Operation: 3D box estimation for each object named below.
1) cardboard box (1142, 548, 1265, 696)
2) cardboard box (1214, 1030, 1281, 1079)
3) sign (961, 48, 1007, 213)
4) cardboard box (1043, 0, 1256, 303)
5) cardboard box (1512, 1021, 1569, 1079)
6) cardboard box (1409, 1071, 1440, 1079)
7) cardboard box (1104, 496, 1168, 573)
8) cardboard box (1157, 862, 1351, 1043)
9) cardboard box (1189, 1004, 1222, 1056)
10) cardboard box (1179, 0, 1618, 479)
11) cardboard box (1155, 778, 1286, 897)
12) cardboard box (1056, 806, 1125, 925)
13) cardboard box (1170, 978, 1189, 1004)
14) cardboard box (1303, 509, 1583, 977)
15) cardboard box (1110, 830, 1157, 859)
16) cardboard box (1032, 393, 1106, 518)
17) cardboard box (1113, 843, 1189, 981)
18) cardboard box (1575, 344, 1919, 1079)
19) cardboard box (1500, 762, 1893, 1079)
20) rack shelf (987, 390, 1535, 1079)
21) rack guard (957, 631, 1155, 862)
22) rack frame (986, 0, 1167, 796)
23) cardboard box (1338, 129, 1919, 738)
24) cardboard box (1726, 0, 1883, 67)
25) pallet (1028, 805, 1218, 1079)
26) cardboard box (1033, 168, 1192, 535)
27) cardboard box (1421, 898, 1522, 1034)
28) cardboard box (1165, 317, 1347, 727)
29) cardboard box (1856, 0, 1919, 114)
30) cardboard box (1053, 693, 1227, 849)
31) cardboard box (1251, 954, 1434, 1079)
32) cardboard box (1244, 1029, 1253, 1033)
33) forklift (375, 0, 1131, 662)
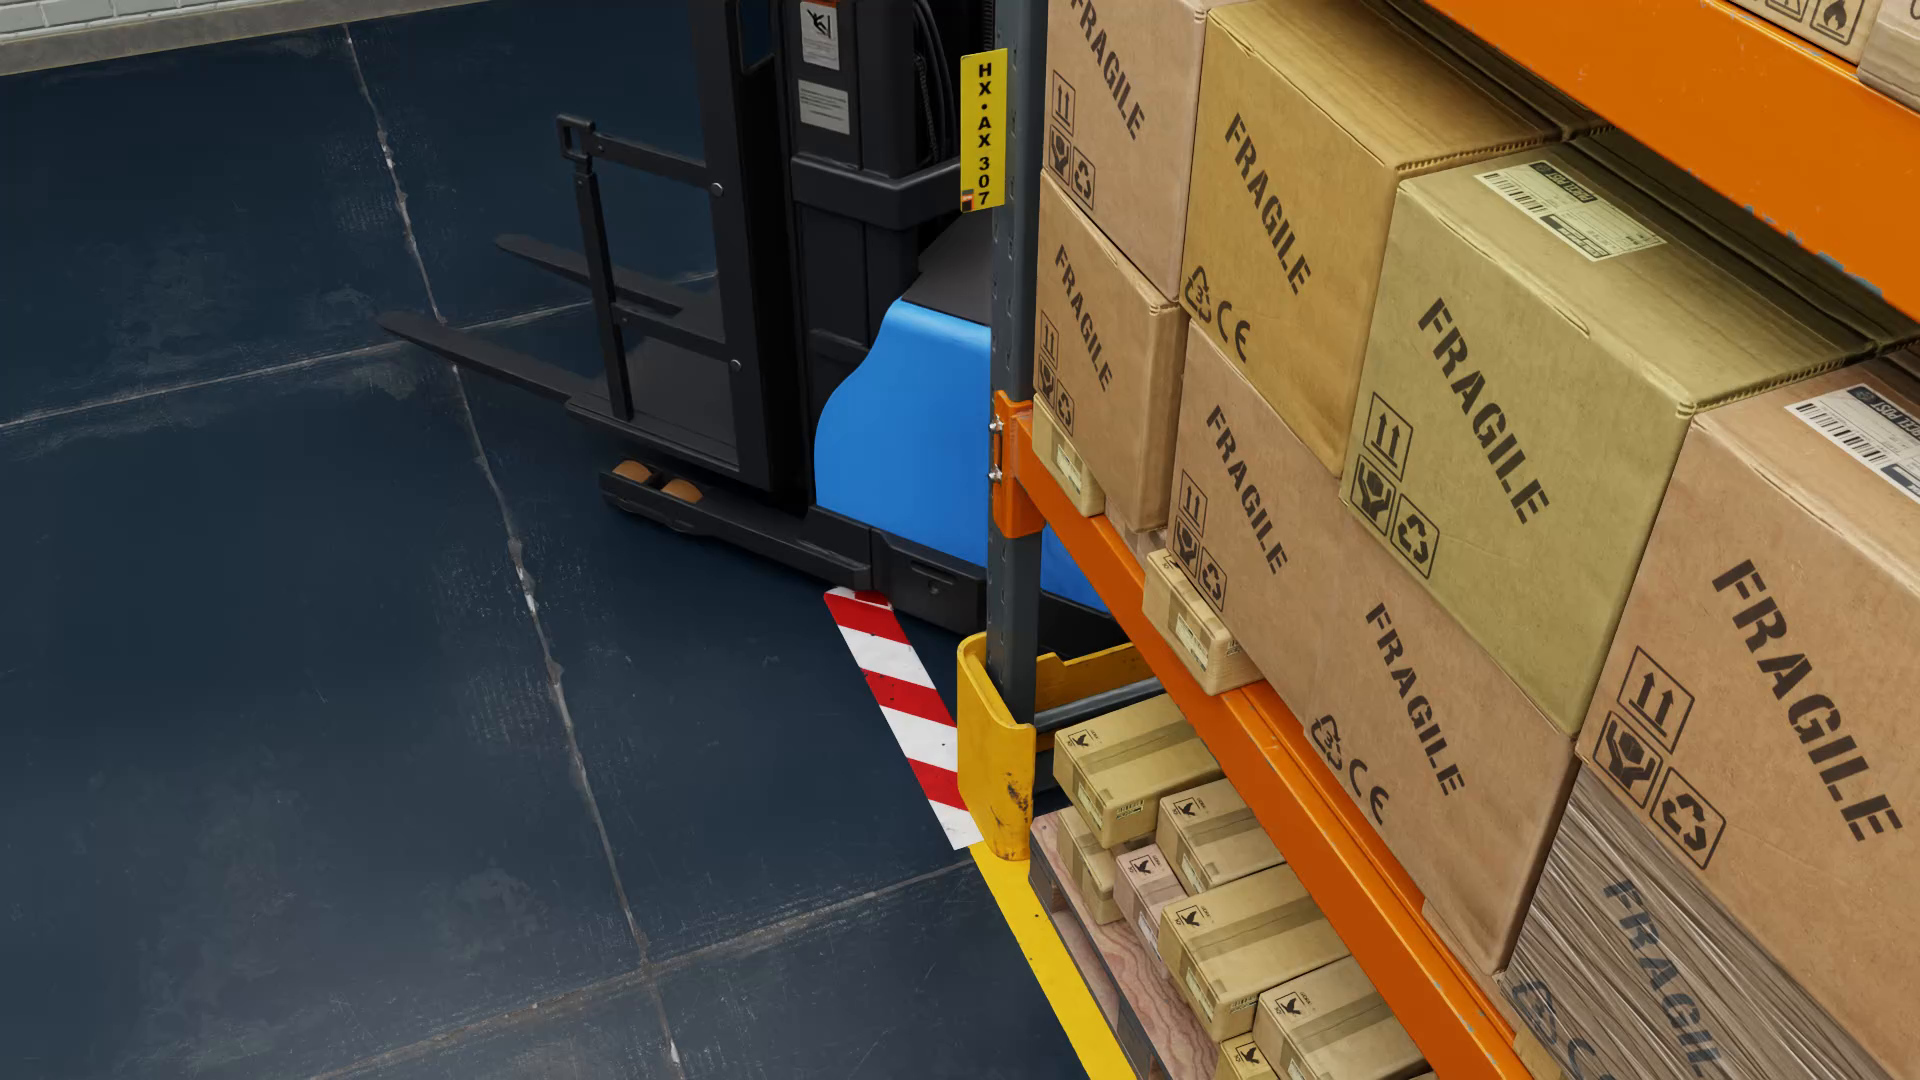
[{"bbox_3d":[0.560,0.100,3.025,0.380,0.149,0.250,-16,43,-18],"label":"cardboard box"},{"bbox_3d":[0.739,1.085,3.325,0.380,0.149,0.250,-14,43,-16],"label":"cardboard box"},{"bbox_3d":[0.048,-0.783,3.196,0.100,0.325,0.005,-15,43,-17],"label":"sign"},{"bbox_3d":[0.476,-0.783,2.789,0.500,0.500,0.500,-15,43,-17],"label":"cardboard box"},{"bbox_3d":[1.015,0.709,2.318,0.380,0.149,0.250,-14,43,-15],"label":"cardboard box"},{"bbox_3d":[0.899,1.124,3.050,0.380,0.149,0.250,-14,43,-15],"label":"cardboard box"},{"bbox_3d":[0.506,-0.075,3.229,0.380,0.149,0.250,-14,43,-15],"label":"cardboard box"},{"bbox_3d":[0.631,0.826,3.397,0.380,0.149,0.250,-15,43,-17],"label":"cardboard box"},{"bbox_3d":[0.731,1.012,3.637,0.380,0.149,0.250,-15,43,-16],"label":"cardboard box"},{"bbox_3d":[0.675,-0.481,2.437,0.500,0.500,0.500,-14,43,-16],"label":"cardboard box"},{"bbox_3d":[0.653,0.642,3.610,0.380,0.149,0.250,-14,43,-16],"label":"cardboard box"},{"bbox_3d":[0.454,0.727,3.968,0.380,0.149,0.250,-14,43,-16],"label":"cardboard box"},{"bbox_3d":[0.630,0.864,3.809,0.380,0.149,0.250,-15,43,-17],"label":"cardboard box"},{"bbox_3d":[0.870,0.213,2.397,0.500,0.500,0.500,-15,43,-16],"label":"cardboard box"},{"bbox_3d":[0.513,0.598,3.890,0.380,0.149,0.250,-13,42,-15],"label":"cardboard box"},{"bbox_3d":[0.371,-0.218,3.396,0.380,0.149,0.250,-15,43,-17],"label":"cardboard box"},{"bbox_3d":[0.565,0.778,3.682,0.380,0.149,0.250,-15,43,-17],"label":"cardboard box"},{"bbox_3d":[1.052,0.144,1.710,0.500,0.500,0.500,-16,43,-18],"label":"cardboard box"},{"bbox_3d":[1.071,0.518,2.042,0.500,0.500,0.500,-16,43,-18],"label":"cardboard box"},{"bbox_3d":[1.315,0.887,2.469,1.077,0.370,4.000,-15,43,-17],"label":"rack shelf"},{"bbox_3d":[0.579,0.403,4.397,1.175,0.500,0.348,-15,43,-17],"label":"rack guard"},{"bbox_3d":[0.549,-0.590,3.636,1.000,3.000,0.127,-15,43,-17],"label":"rack frame"},{"bbox_3d":[0.853,-0.162,2.066,0.500,0.500,0.500,-16,43,-18],"label":"cardboard box"},{"bbox_3d":[0.892,-0.711,1.591,0.500,0.250,0.500,-16,43,-18],"label":"cardboard box"},{"bbox_3d":[0.857,1.011,3.912,1.003,0.211,1.213,-15,43,-17],"label":"pallet"},{"bbox_3d":[0.466,-0.401,3.111,0.500,0.500,0.500,-13,42,-15],"label":"cardboard box"},{"bbox_3d":[0.935,0.548,2.505,0.380,0.149,0.250,-16,43,-18],"label":"cardboard box"},{"bbox_3d":[0.694,-0.085,2.744,0.500,0.500,0.500,-15,43,-17],"label":"cardboard box"},{"bbox_3d":[1.079,-0.397,1.226,0.500,0.250,0.500,-15,43,-17],"label":"cardboard box"},{"bbox_3d":[0.436,0.506,3.769,0.380,0.149,0.250,-17,44,-19],"label":"cardboard box"},{"bbox_3d":[0.802,0.955,3.247,0.380,0.149,0.250,-17,44,-19],"label":"cardboard box"},{"bbox_3d":[0.741,0.903,3.536,0.380,0.149,0.250,-15,43,-16],"label":"cardboard box"},{"bbox_3d":[-0.563,-1.414,4.646,3.031,2.935,1.130,20,45,22],"label":"forklift"}]
